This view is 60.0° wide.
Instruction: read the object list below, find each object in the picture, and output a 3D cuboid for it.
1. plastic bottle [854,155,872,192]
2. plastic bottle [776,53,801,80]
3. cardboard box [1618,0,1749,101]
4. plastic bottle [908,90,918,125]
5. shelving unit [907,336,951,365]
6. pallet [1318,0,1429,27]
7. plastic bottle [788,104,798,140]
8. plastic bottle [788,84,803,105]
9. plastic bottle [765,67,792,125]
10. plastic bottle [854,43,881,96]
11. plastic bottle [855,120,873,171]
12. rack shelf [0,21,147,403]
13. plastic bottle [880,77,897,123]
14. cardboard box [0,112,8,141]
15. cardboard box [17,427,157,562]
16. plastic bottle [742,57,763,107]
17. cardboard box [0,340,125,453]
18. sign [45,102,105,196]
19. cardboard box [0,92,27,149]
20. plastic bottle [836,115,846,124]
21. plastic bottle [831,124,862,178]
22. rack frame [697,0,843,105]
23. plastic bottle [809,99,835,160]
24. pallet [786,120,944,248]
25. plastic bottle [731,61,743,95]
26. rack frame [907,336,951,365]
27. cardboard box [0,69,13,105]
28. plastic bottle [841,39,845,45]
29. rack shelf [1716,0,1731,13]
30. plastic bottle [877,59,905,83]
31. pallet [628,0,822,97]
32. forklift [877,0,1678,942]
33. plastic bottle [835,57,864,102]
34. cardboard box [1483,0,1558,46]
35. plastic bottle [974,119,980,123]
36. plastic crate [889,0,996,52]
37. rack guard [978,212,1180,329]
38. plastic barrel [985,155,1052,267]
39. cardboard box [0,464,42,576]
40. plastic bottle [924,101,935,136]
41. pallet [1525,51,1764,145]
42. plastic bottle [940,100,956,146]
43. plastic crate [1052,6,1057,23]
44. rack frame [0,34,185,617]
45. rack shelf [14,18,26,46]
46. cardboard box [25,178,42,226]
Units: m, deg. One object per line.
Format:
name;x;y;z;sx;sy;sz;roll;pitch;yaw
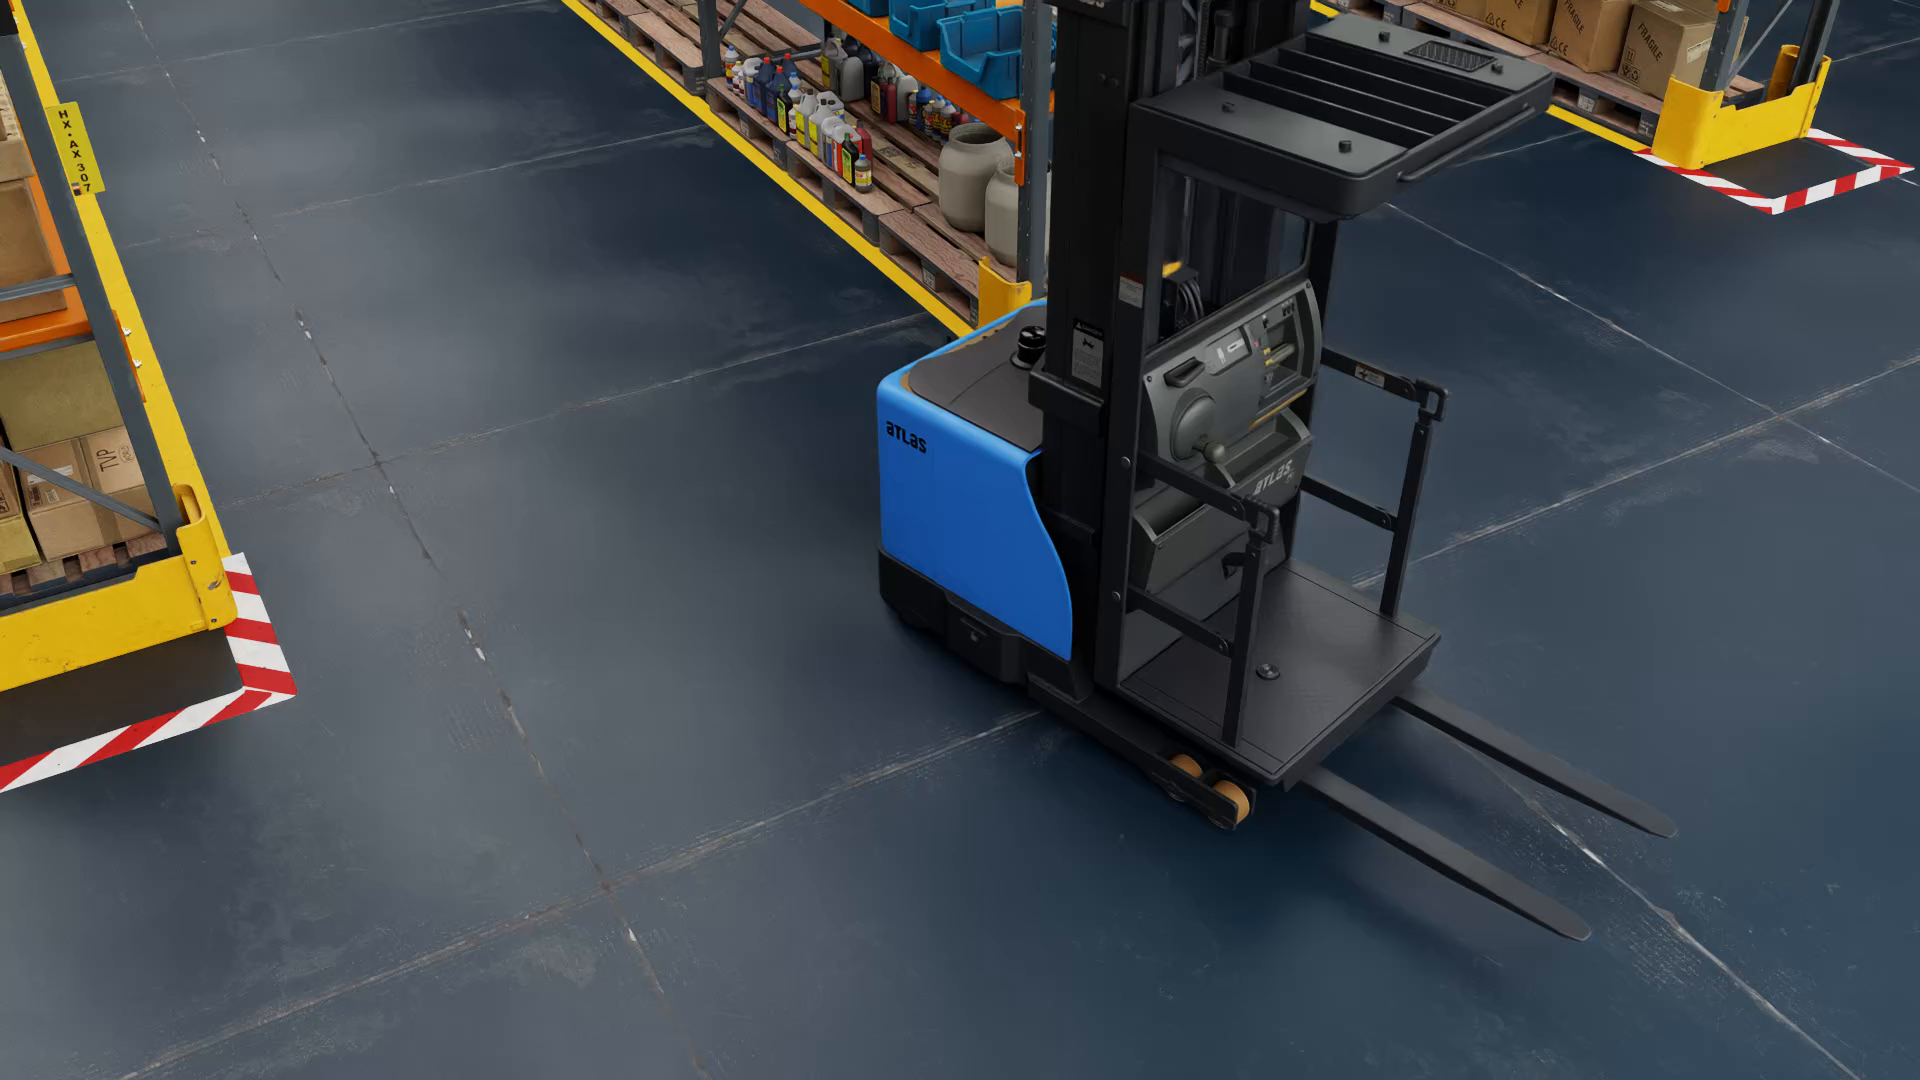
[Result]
plastic bottle;-0.561;-2.128;9.620;0.097;0.201;0.097;0;36;0
plastic bottle;-1.097;-2.930;10.591;0.144;0.351;0.185;-19;40;-24
cardboard box;4.724;-3.225;10.886;0.500;0.500;0.500;-12;38;-16
plastic bottle;-0.276;-2.720;10.430;0.097;0.201;0.097;0;36;0
shelving unit;-0.058;-0.389;7.019;0.258;0.900;0.210;-28;45;-33
pallet;3.382;-4.323;12.991;1.003;0.211;1.213;-19;40;-24
plastic bottle;-1.005;-2.579;10.238;0.097;0.201;0.097;0;36;0
plastic bottle;-1.021;-2.695;10.337;0.097;0.271;0.097;0;36;0
plastic bottle;-1.127;-2.791;10.401;0.144;0.351;0.185;-21;41;-26
plastic bottle;-0.599;-3.081;10.798;0.144;0.351;0.185;-21;41;-26
plastic bottle;-0.572;-2.330;9.827;0.061;0.283;0.133;-19;40;-24
rack shelf;-4.548;-1.538;7.422;1.077;0.370;4.000;-19;40;-24
plastic bottle;-0.451;-2.773;10.434;0.061;0.283;0.133;-19;40;-24
cardboard box;-3.794;-1.641;5.769;0.700;0.500;0.500;-19;40;-24
cardboard box;-3.621;-0.207;6.965;0.500;0.250;0.500;-19;40;-24
plastic bottle;-1.301;-2.942;10.672;0.152;0.276;0.135;-17;40;-22
cardboard box;-3.874;-0.764;7.092;0.500;0.500;0.500;-19;40;-24
sign;-3.061;-1.351;5.756;0.100;0.325;0.005;-19;40;-24
cardboard box;-3.690;-1.508;6.137;0.380;0.149;0.250;-20;41;-25
plastic bottle;-0.737;-2.477;10.098;0.097;0.201;0.097;0;36;0
plastic bottle;-0.664;-2.295;9.785;0.152;0.276;0.135;-19;40;-24
rack frame;-1.269;-4.314;10.613;1.000;3.000;0.127;-19;40;-24
plastic bottle;-0.820;-2.479;9.974;0.144;0.351;0.185;-17;40;-22
pallet;-0.350;-2.210;10.097;1.003;0.211;1.213;-19;40;-24
plastic bottle;-1.436;-3.017;10.837;0.097;0.201;0.097;0;36;0
rack frame;-0.126;-0.433;7.080;0.240;0.900;0.006;-28;45;-33
cardboard box;-3.939;-1.765;6.489;0.380;0.149;0.250;-20;40;-25
plastic bottle;-0.742;-3.247;11.082;0.061;0.283;0.133;-17;39;-22
rack shelf;4.019;-4.471;11.438;1.077;0.370;4.000;-19;40;-24
plastic bottle;-0.437;-2.916;10.572;0.144;0.351;0.185;-19;40;-24
pallet;-1.697;-3.577;11.968;1.003;0.211;1.213;-19;40;-24
forklift;1.079;-0.518;5.474;3.031;2.935;1.130;30;45;34
plastic bottle;-0.715;-2.994;10.742;0.152;0.276;0.135;-19;40;-24
cardboard box;4.096;-3.845;11.734;0.500;0.500;0.500;-15;39;-20
plastic bottle;0.100;-2.367;9.888;0.097;0.271;0.097;0;36;0
plastic crate;-0.090;-2.713;8.548;0.499;0.251;0.408;-19;40;-24
rack guard;0.662;-1.289;8.591;1.175;0.500;0.348;-19;40;-24
plastic barrel;0.344;-1.752;8.859;0.421;0.512;0.421;0;36;0
cardboard box;-4.068;-0.053;6.755;0.500;0.250;0.500;-19;40;-24
plastic bottle;-0.173;-2.615;10.287;0.097;0.201;0.097;0;36;0
pallet;4.608;-3.079;11.287;1.003;0.211;1.213;-19;40;-24
plastic bottle;-0.073;-2.542;10.127;0.097;0.271;0.097;0;36;0
plastic crate;0.570;-2.719;8.653;0.298;0.136;0.250;-19;40;-24
rack frame;-3.544;-0.808;5.813;1.000;3.000;0.127;-19;40;-24
rack shelf;-6.558;-3.577;10.215;1.077;0.370;4.000;-19;40;-24
cardboard box;-4.035;-1.357;6.480;0.700;0.500;0.500;-18;40;-23
